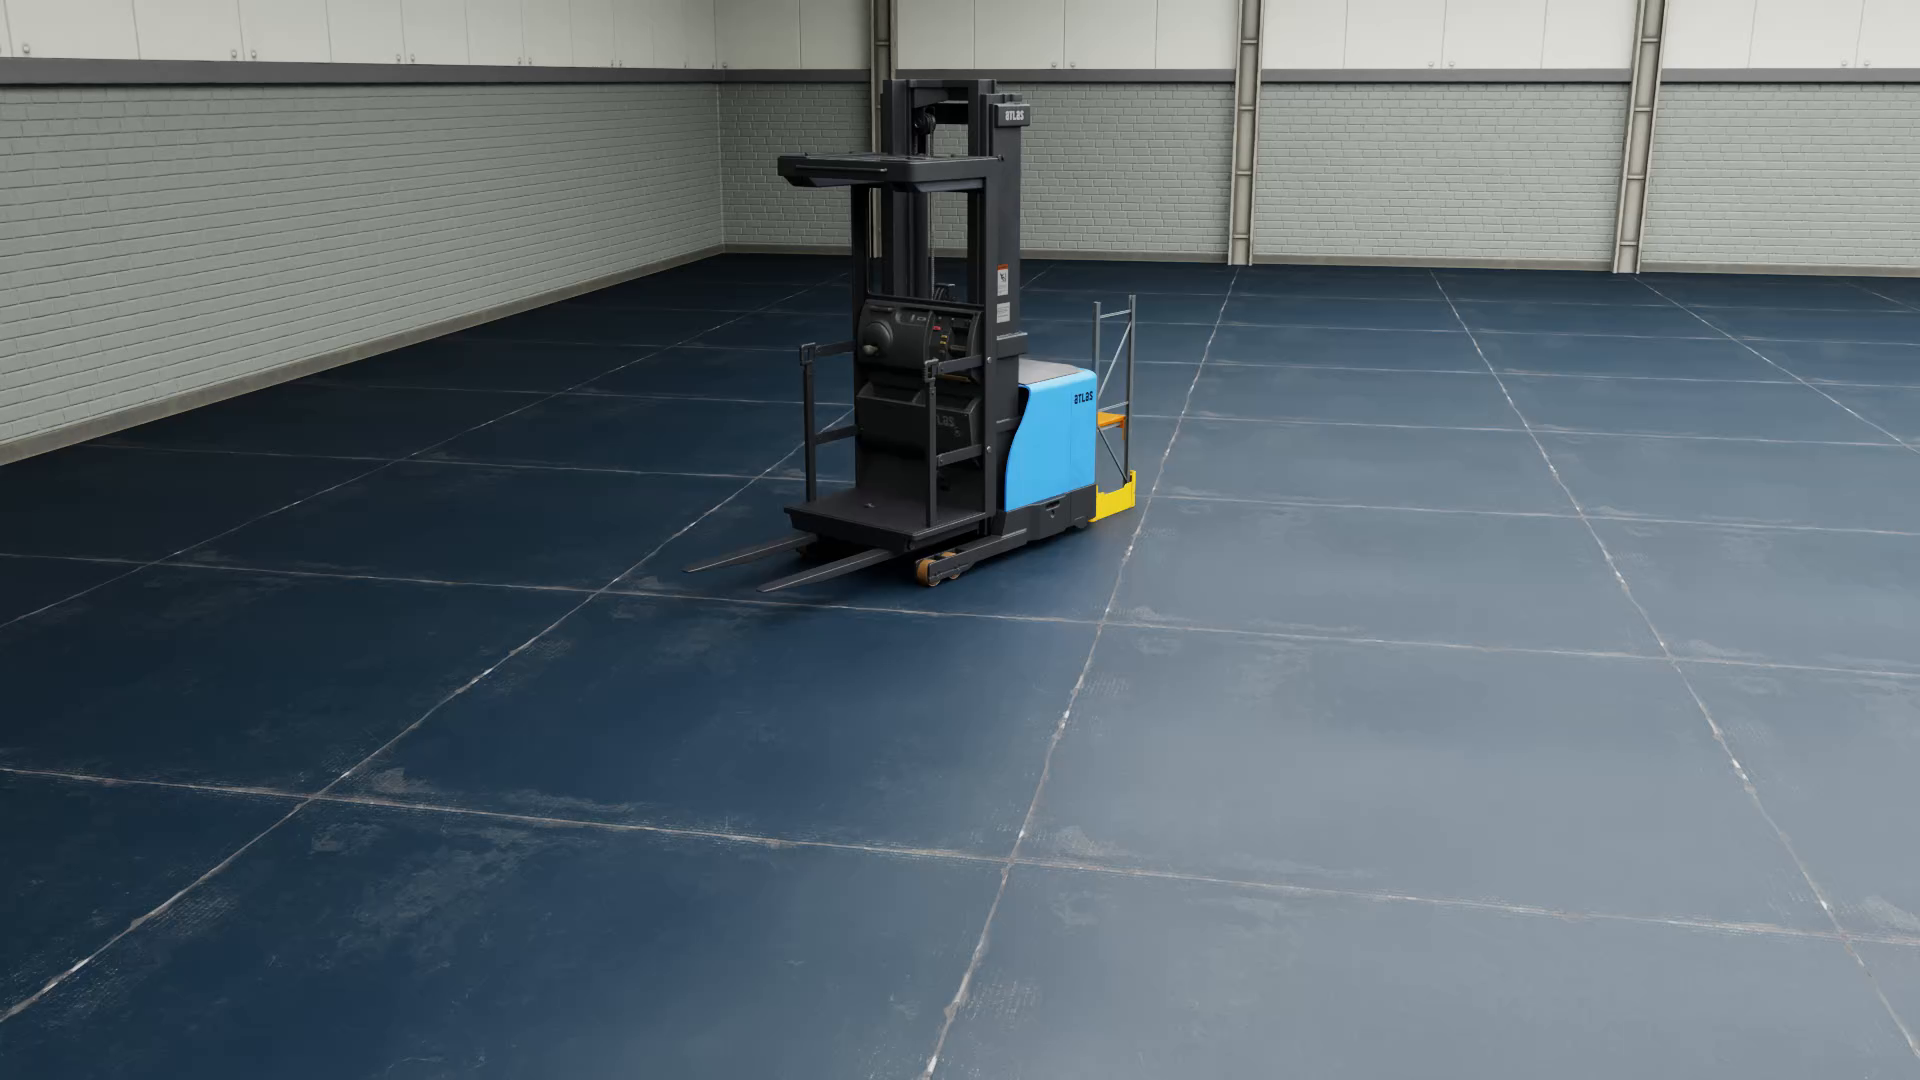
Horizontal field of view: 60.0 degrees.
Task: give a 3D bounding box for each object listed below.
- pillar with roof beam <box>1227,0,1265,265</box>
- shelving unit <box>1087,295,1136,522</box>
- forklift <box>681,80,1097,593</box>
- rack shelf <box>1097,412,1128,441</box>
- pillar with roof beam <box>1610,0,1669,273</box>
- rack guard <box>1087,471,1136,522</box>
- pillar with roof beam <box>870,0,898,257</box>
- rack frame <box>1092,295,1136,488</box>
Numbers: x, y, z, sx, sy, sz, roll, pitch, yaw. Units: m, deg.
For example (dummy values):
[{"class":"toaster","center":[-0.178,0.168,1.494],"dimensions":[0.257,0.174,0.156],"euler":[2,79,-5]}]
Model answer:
[{"class":"pillar with roof beam","center":[3.761,-7.762,22.156],"dimensions":[0.400,9.000,9.100],"euler":[3,16,11]},{"class":"shelving unit","center":[0.649,-0.993,11.766],"dimensions":[1.083,1.500,0.587],"euler":[11,19,35]},{"class":"forklift","center":[-0.391,-1.283,10.134],"dimensions":[1.130,2.935,3.031],"euler":[12,20,37]},{"class":"rack shelf","center":[0.641,-0.821,11.819],"dimensions":[1.000,0.185,0.538],"euler":[11,19,35]},{"class":"pillar with roof beam","center":[9.641,-7.443,21.004],"dimensions":[0.400,9.000,9.100],"euler":[3,16,11]},{"class":"rack guard","center":[1.048,-0.311,11.646],"dimensions":[0.087,0.250,0.587],"euler":[11,19,35]},{"class":"pillar with roof beam","center":[-2.118,-8.081,23.308],"dimensions":[0.400,9.000,9.100],"euler":[3,16,11]},{"class":"rack frame","center":[1.049,-0.913,11.479],"dimensions":[0.032,1.500,0.500],"euler":[11,19,35]}]
